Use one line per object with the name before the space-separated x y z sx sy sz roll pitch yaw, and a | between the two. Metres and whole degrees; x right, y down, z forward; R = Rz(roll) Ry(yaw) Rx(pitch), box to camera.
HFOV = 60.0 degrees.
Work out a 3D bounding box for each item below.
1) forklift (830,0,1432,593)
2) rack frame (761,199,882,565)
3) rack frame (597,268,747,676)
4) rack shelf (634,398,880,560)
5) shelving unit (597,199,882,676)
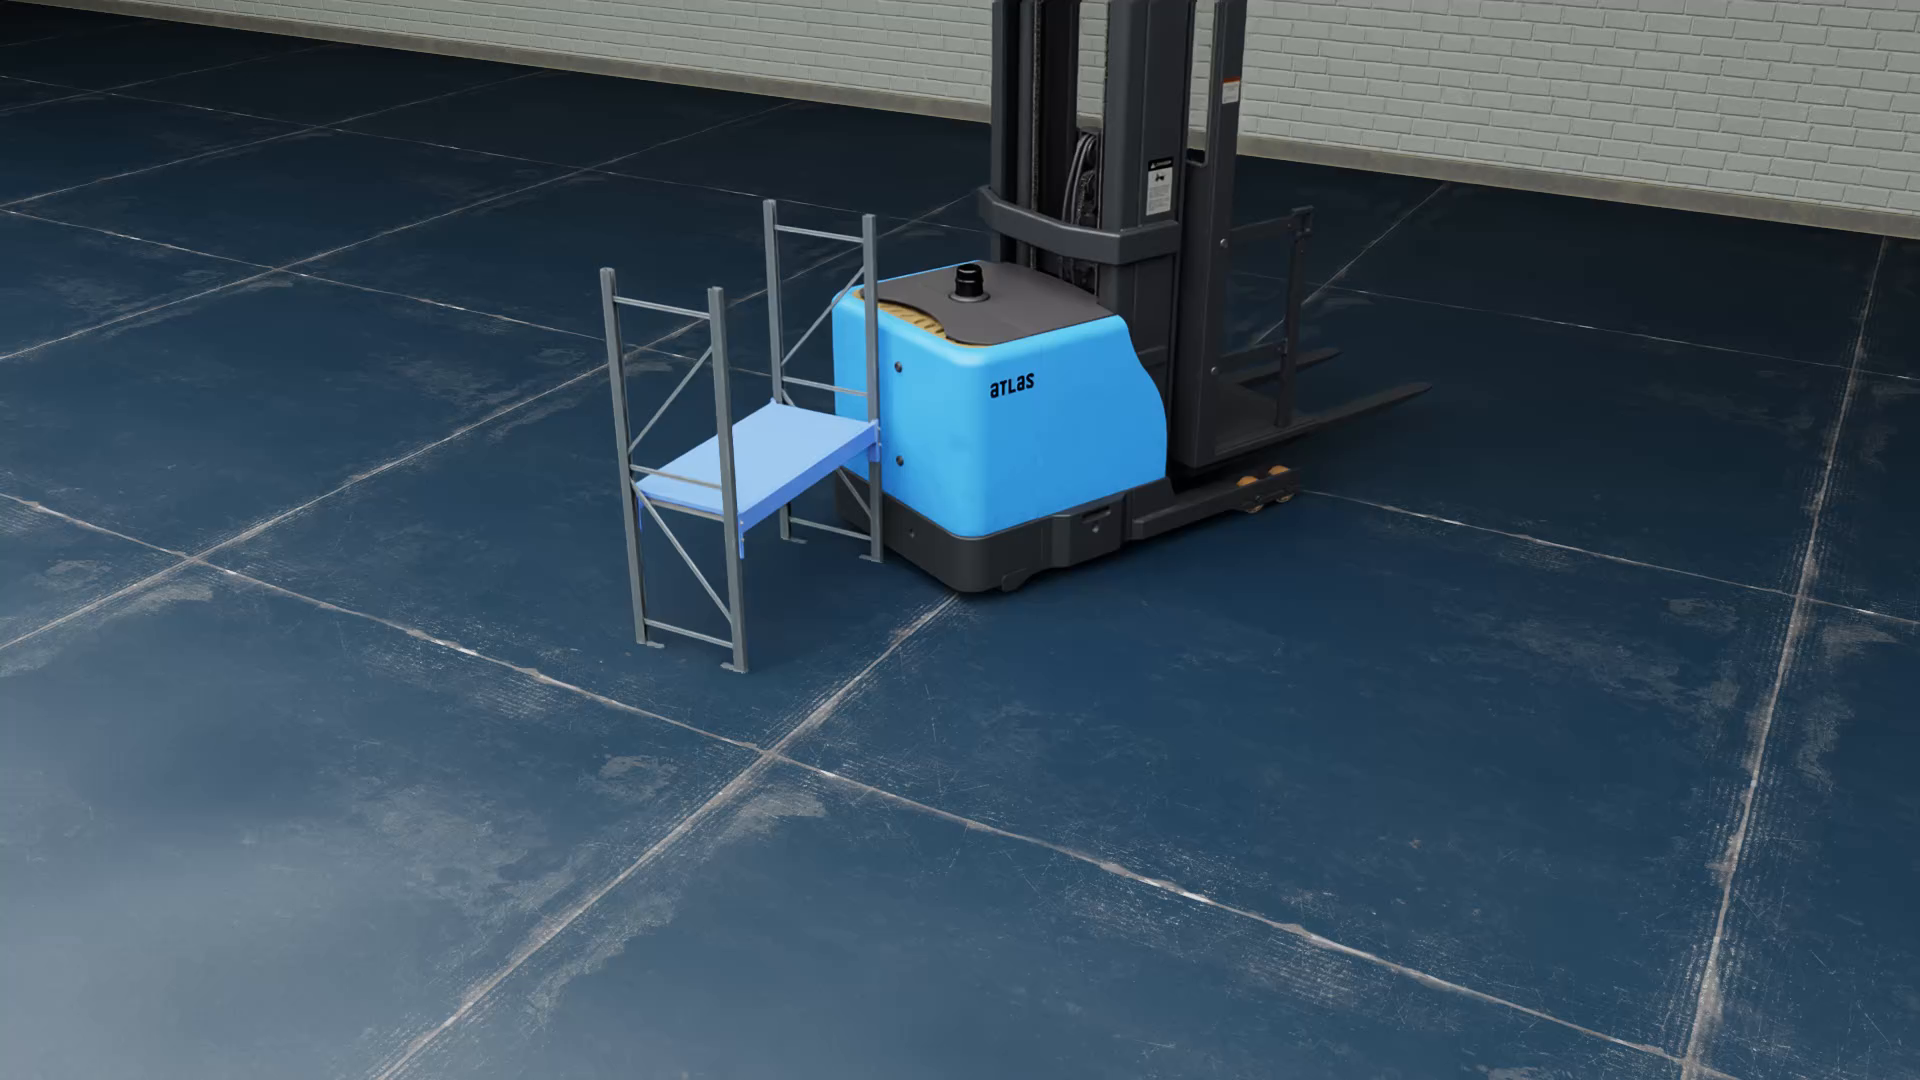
forklift | 0.934 -1.602 7.177 3.031 2.935 1.130 -18 32 -32
rack frame | -0.558 -0.623 6.819 0.500 1.500 0.032 13 29 25
rack frame | -1.031 -0.220 6.015 0.500 1.500 0.032 13 29 25
rack shelf | -0.795 -0.261 6.497 0.538 0.185 1.000 13 29 25
shelving unit | -0.795 -0.422 6.417 0.538 1.500 1.048 13 29 25
